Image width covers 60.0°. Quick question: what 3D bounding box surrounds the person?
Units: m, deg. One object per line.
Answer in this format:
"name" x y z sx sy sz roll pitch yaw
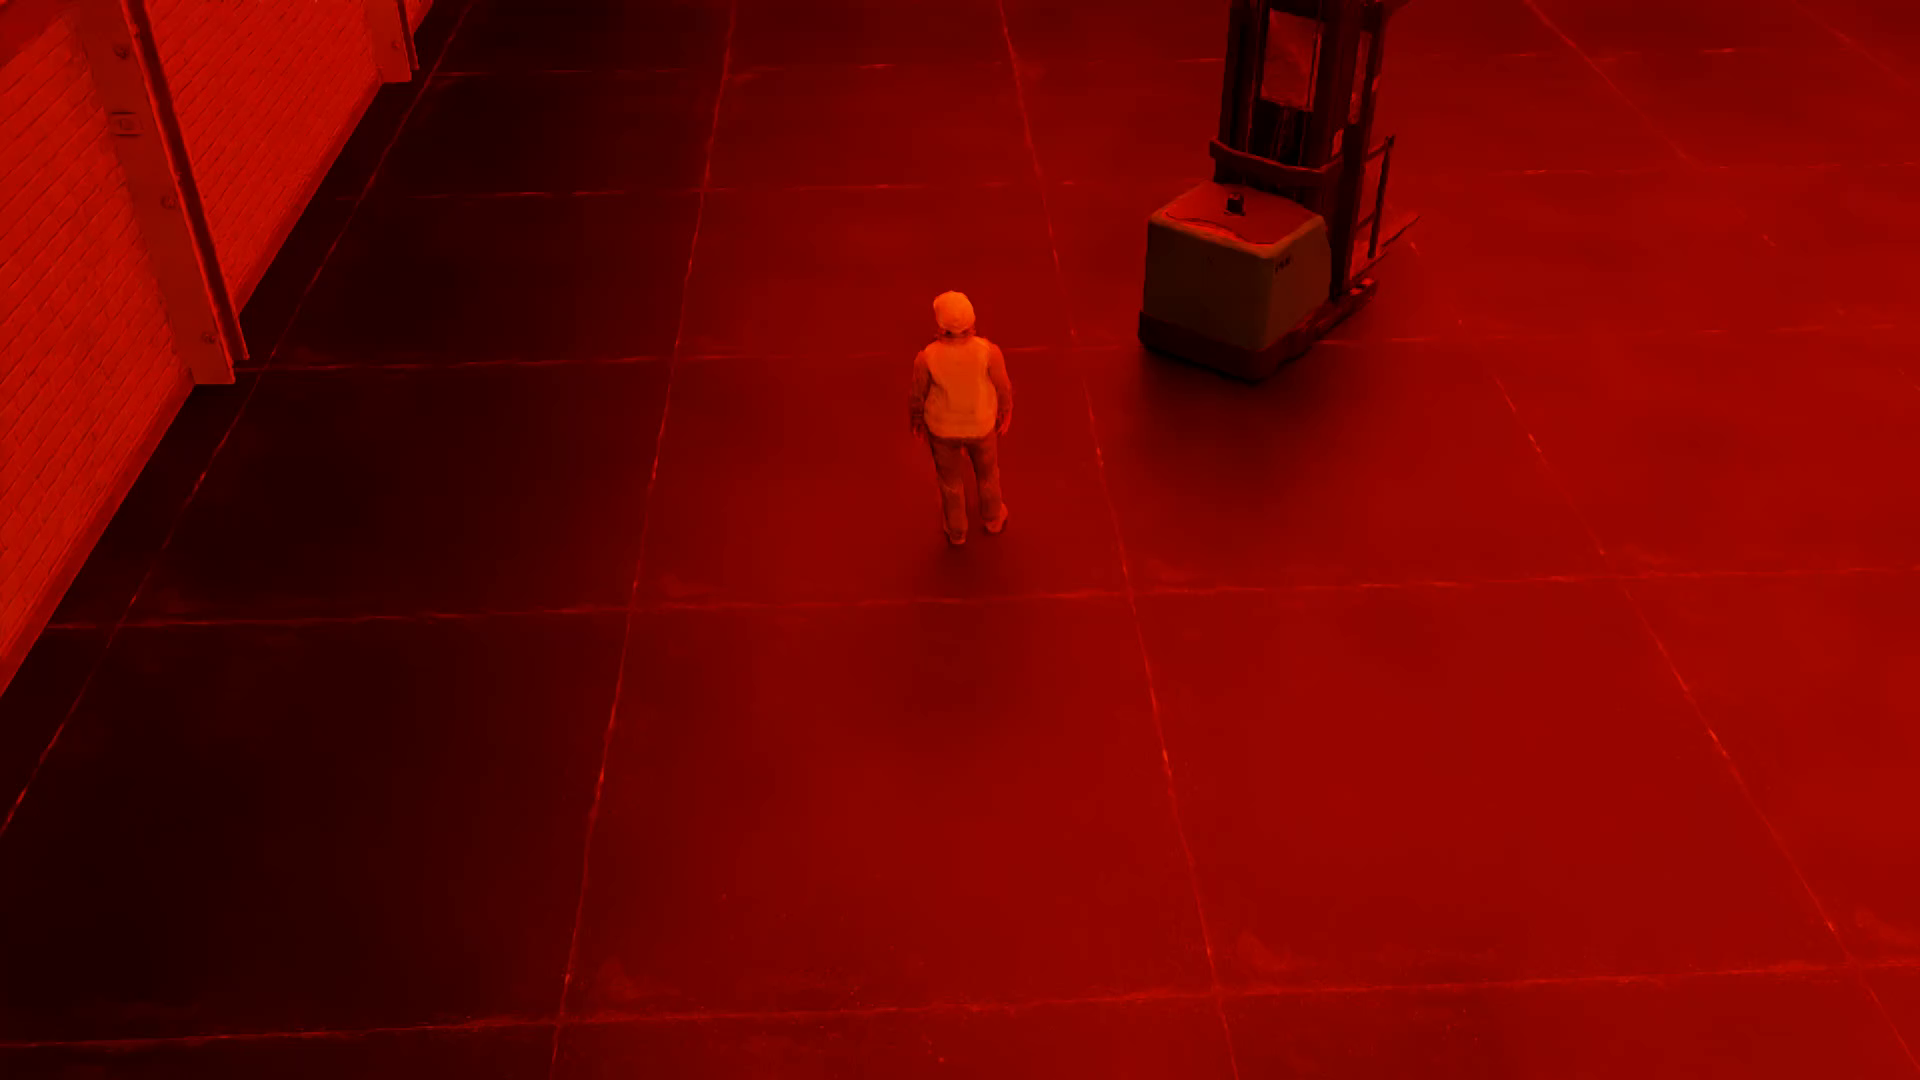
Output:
"person" 0.005 -0.760 10.024 0.632 1.773 0.567 -2 36 -2

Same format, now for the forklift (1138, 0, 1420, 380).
"forklift" 2.638 -3.147 12.331 1.130 2.935 3.031 25 43 30
